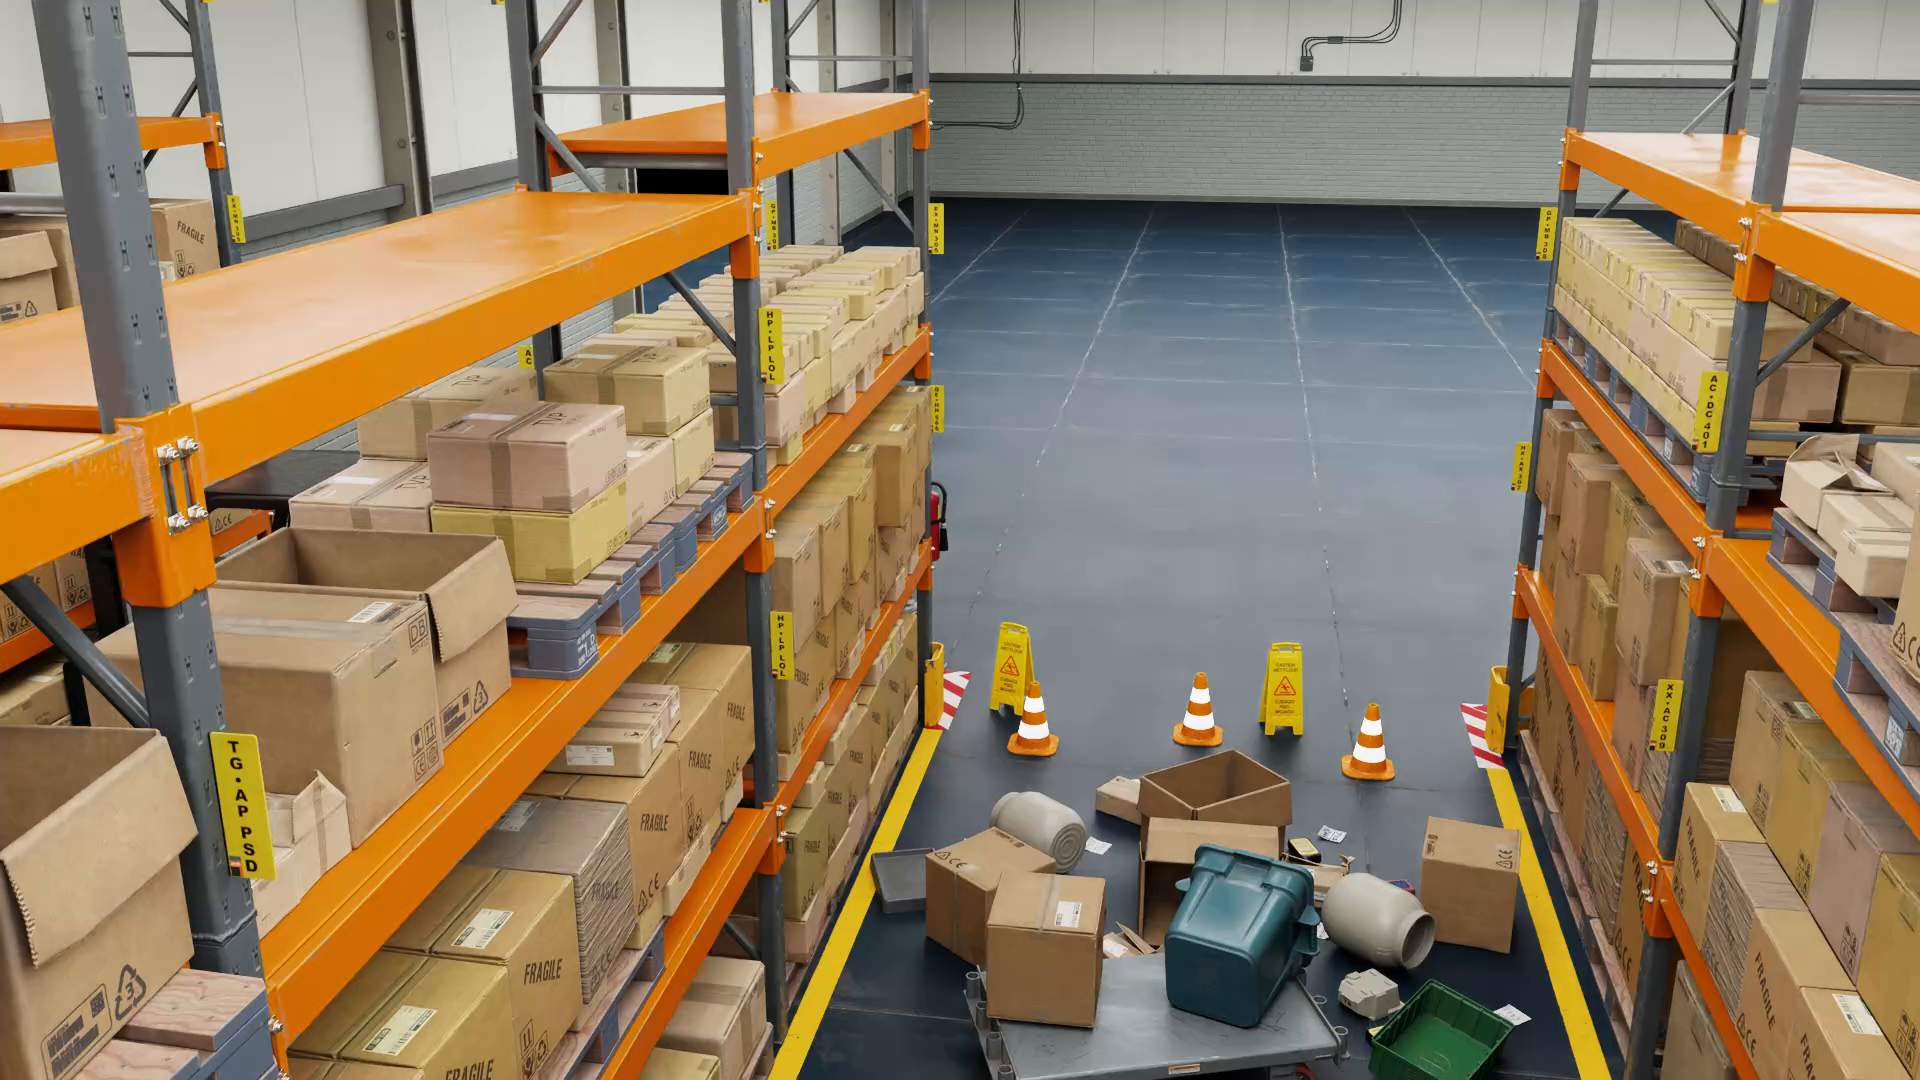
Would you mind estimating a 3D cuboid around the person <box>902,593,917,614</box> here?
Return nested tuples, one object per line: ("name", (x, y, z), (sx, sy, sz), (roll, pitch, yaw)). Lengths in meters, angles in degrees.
("person", (-0.583, -0.180, 13.602), (0.527, 1.663, 0.376), (3, 18, 9))
